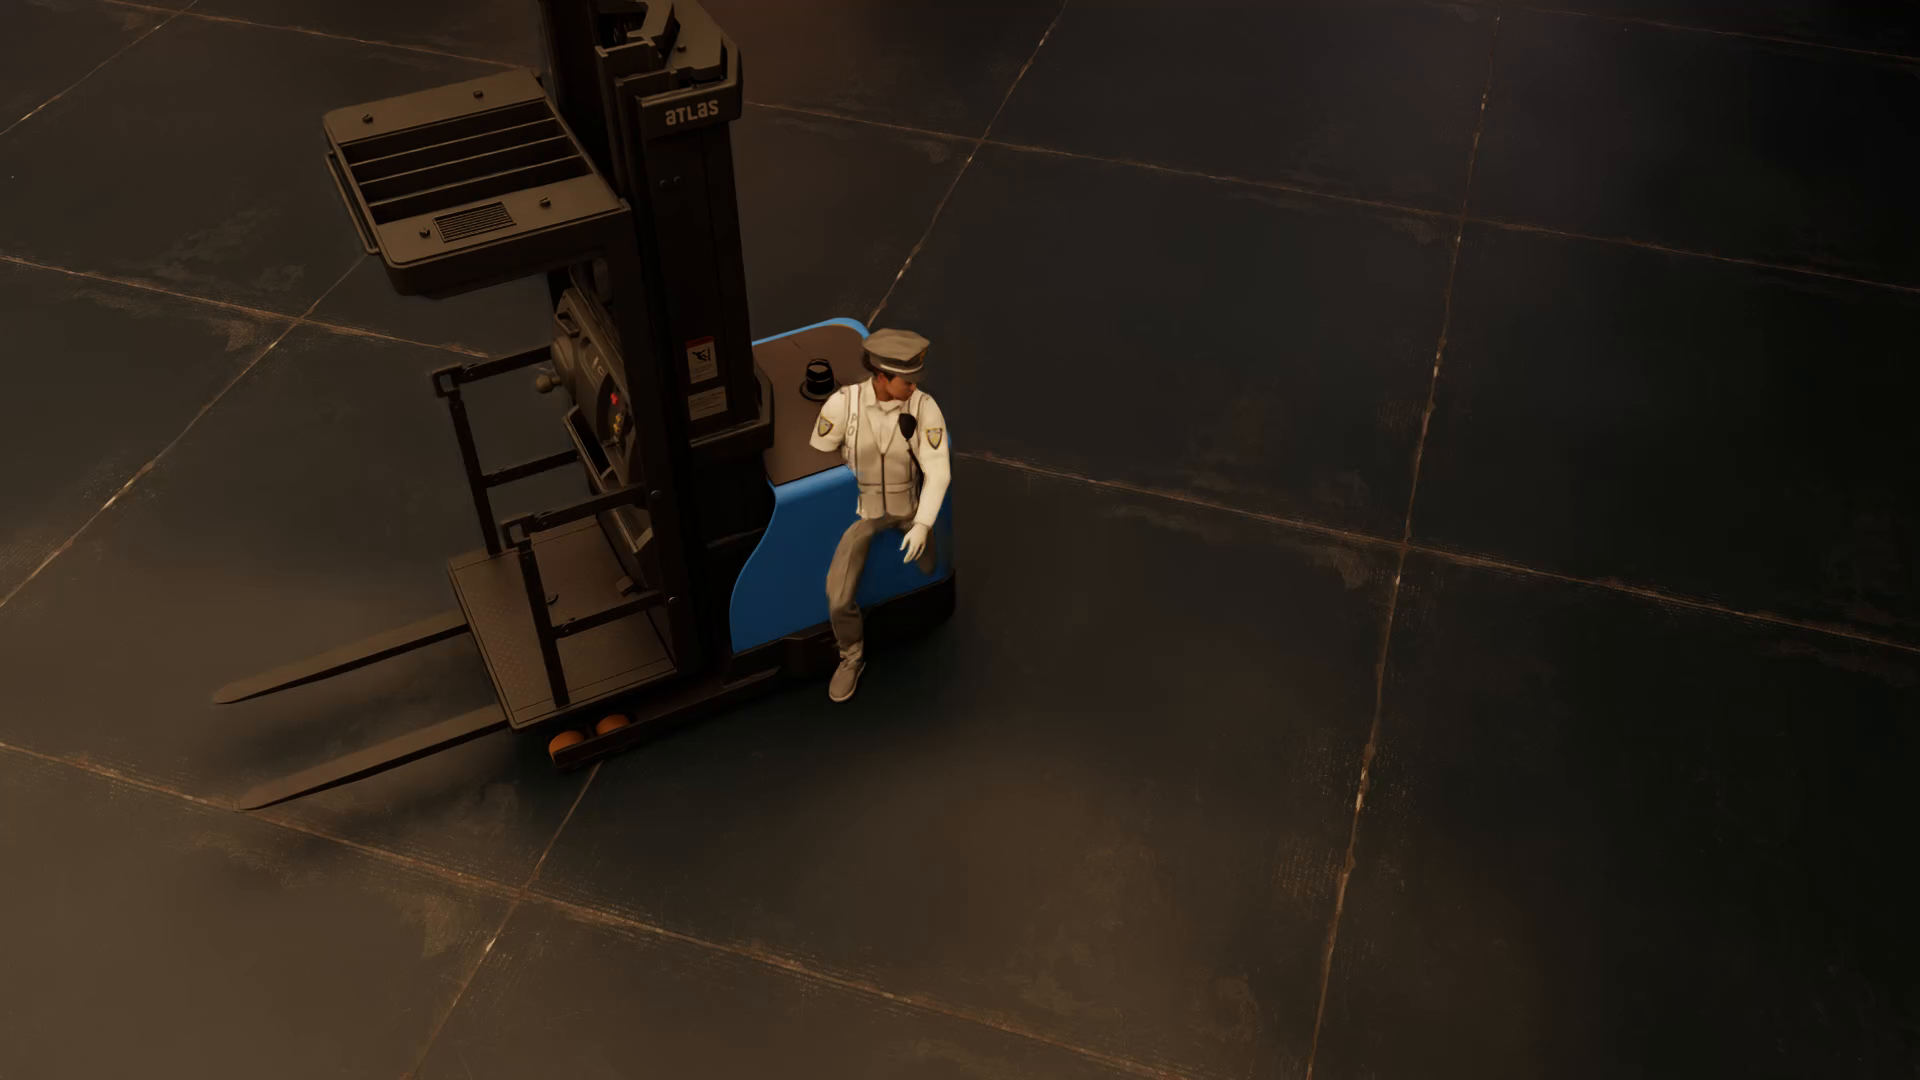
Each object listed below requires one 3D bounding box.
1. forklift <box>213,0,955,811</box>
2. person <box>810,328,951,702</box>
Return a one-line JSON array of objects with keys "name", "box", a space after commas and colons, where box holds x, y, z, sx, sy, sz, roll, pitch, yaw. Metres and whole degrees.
[{"name": "forklift", "box": [-1.572, -0.543, 6.273, 3.031, 2.935, 1.130, -19, 46, -19]}, {"name": "person", "box": [-0.375, -0.109, 6.799, 0.666, 1.593, 0.794, -8, 43, -8]}]
